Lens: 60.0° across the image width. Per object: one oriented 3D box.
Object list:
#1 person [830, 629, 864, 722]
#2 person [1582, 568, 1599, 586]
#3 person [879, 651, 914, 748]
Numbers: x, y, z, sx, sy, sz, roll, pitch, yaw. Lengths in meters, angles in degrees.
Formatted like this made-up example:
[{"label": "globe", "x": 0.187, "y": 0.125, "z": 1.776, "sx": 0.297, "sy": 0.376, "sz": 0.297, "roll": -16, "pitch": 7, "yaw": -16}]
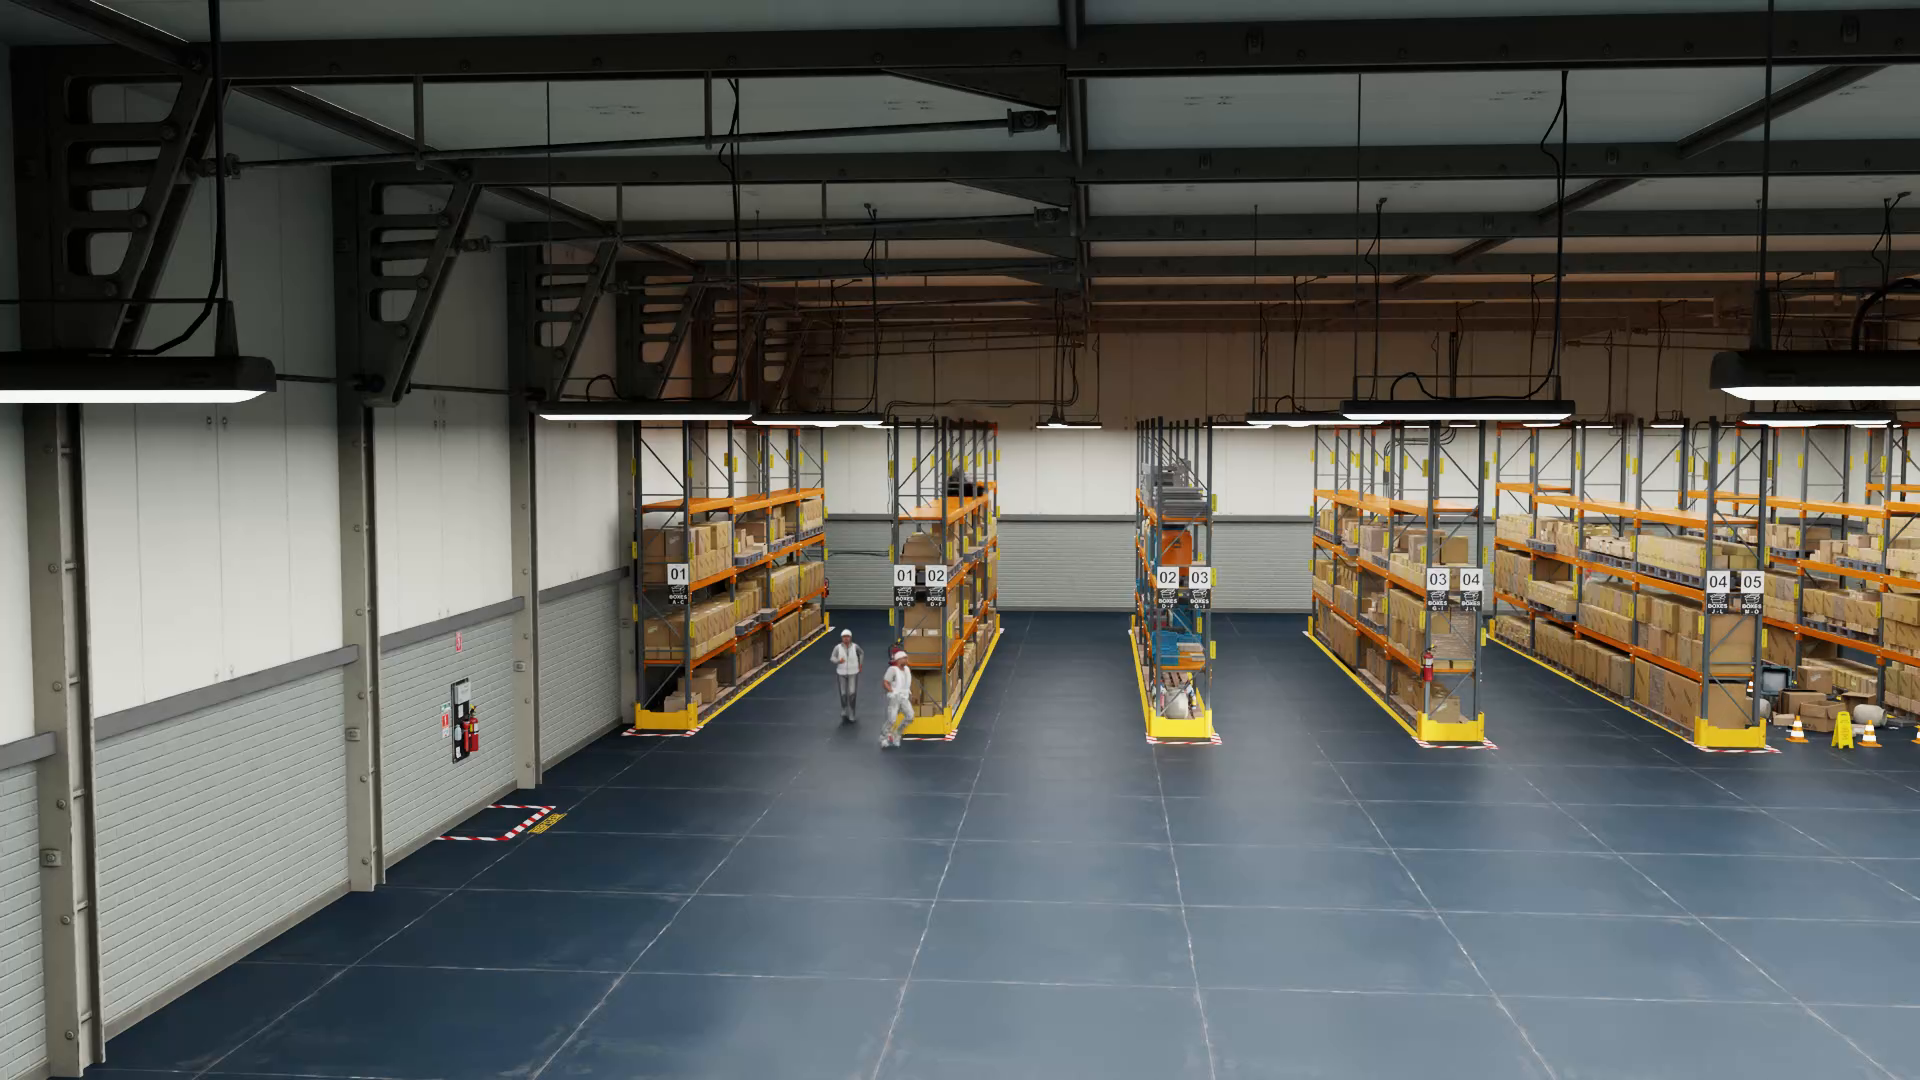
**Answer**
[{"label": "person", "x": -2.244, "y": 2.687, "z": 33.001, "sx": 0.657, "sy": 1.846, "sz": 0.768, "roll": 0, "pitch": 4, "yaw": -1}, {"label": "person", "x": 18.126, "y": 1.691, "z": 47.948, "sx": 0.880, "sy": 1.824, "sz": 0.598, "roll": -1, "pitch": 4, "yaw": -13}, {"label": "person", "x": -1.083, "y": 2.882, "z": 30.164, "sx": 0.745, "sy": 1.735, "sz": 0.606, "roll": -4, "pitch": 5, "yaw": -44}]
